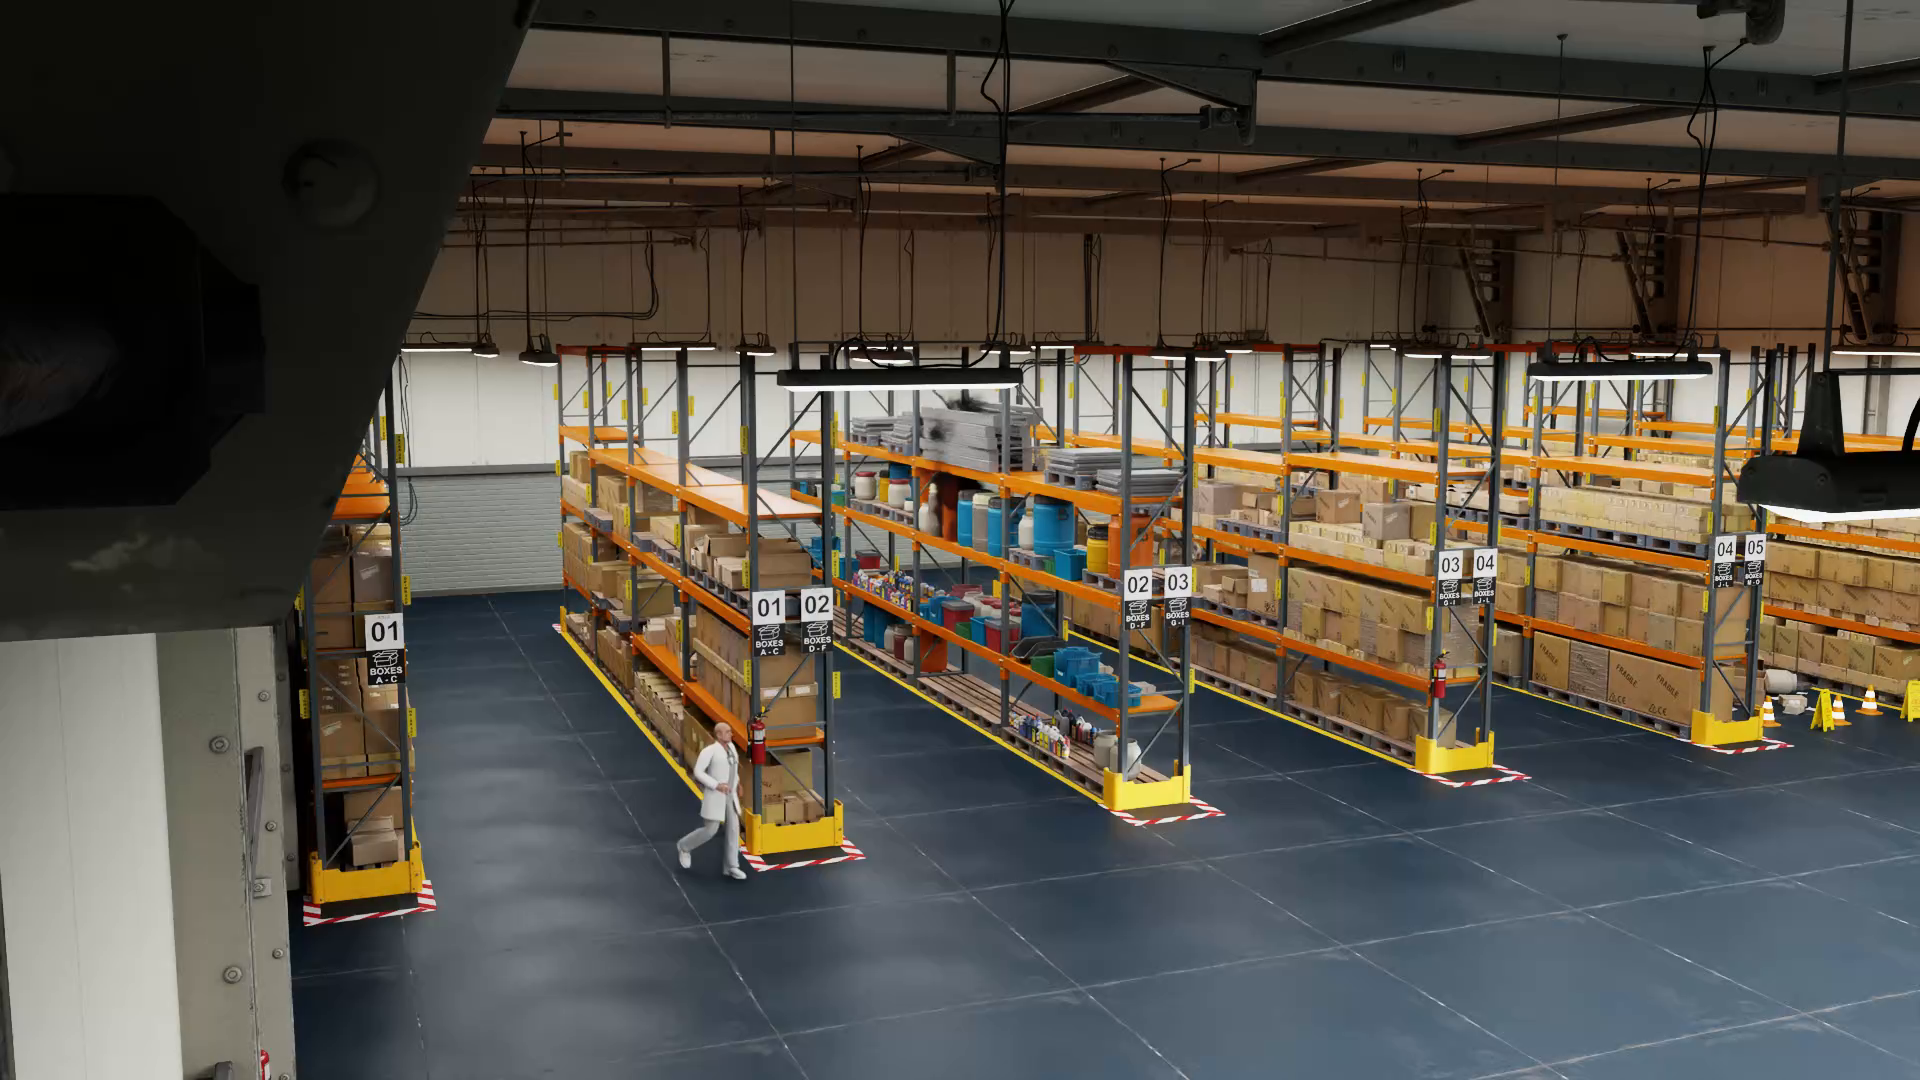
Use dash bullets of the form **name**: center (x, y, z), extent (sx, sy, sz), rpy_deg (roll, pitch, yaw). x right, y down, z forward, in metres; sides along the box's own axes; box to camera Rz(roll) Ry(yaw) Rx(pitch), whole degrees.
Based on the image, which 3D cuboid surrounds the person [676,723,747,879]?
- **person**: center (-2.772, 2.999, 19.407), extent (1.027, 1.734, 0.772), rpy_deg (5, 9, 35)

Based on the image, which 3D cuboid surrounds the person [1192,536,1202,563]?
- **person**: center (5.167, 0.661, 37.800), extent (0.669, 1.847, 0.833), rpy_deg (-2, 8, -15)
